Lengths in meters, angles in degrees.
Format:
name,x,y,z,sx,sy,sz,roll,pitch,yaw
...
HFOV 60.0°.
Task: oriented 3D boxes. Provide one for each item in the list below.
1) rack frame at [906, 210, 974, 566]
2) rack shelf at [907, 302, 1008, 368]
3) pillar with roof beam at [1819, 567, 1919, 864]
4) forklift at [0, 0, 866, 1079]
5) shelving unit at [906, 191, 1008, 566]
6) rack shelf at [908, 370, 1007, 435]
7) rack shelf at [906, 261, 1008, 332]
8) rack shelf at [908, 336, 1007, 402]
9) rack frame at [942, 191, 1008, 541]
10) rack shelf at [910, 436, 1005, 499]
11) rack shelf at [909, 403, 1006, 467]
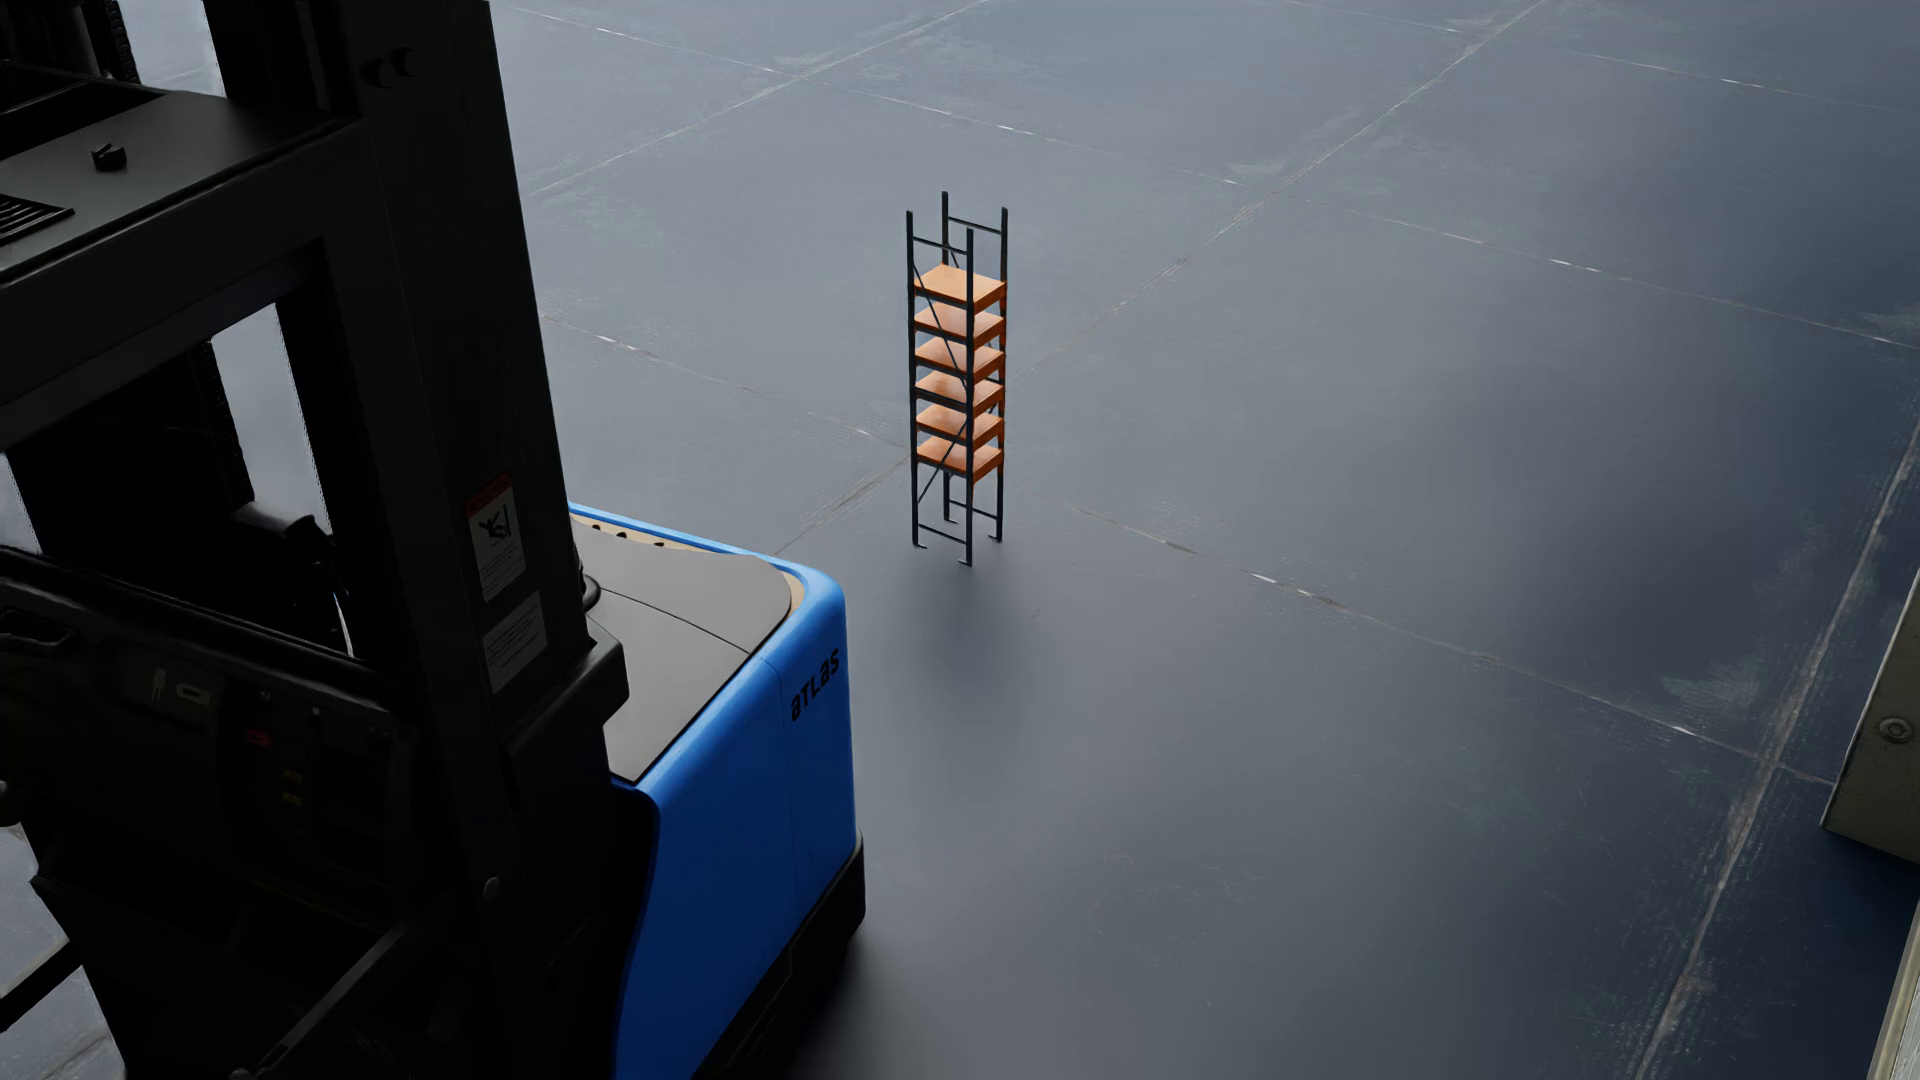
name,x,y,z,sx,sy,sz,roll,pitch,yaw
rack frame,-0.060,-0.448,5.242,0.240,1.200,0.006,21,39,28
rack shelf,-0.008,-0.652,5.195,0.258,0.103,0.180,21,39,28
pillar with roof beam,-0.971,-4.370,4.079,9.100,9.000,0.400,21,39,28
forklift,-1.307,0.390,2.458,1.130,2.935,3.031,14,37,20
shelving unit,-0.008,-0.490,5.304,0.258,1.200,0.189,21,39,28
rack shelf,-0.008,-0.454,5.329,0.258,0.103,0.180,21,39,28
rack shelf,-0.008,-0.752,5.127,0.258,0.103,0.180,21,39,28
rack shelf,-0.008,-0.553,5.262,0.258,0.103,0.180,21,39,28
rack frame,0.044,-0.532,5.366,0.240,1.200,0.006,21,39,28
rack shelf,-0.008,-0.255,5.464,0.258,0.103,0.180,21,39,28
rack shelf,-0.008,-0.354,5.396,0.258,0.103,0.180,21,39,28
